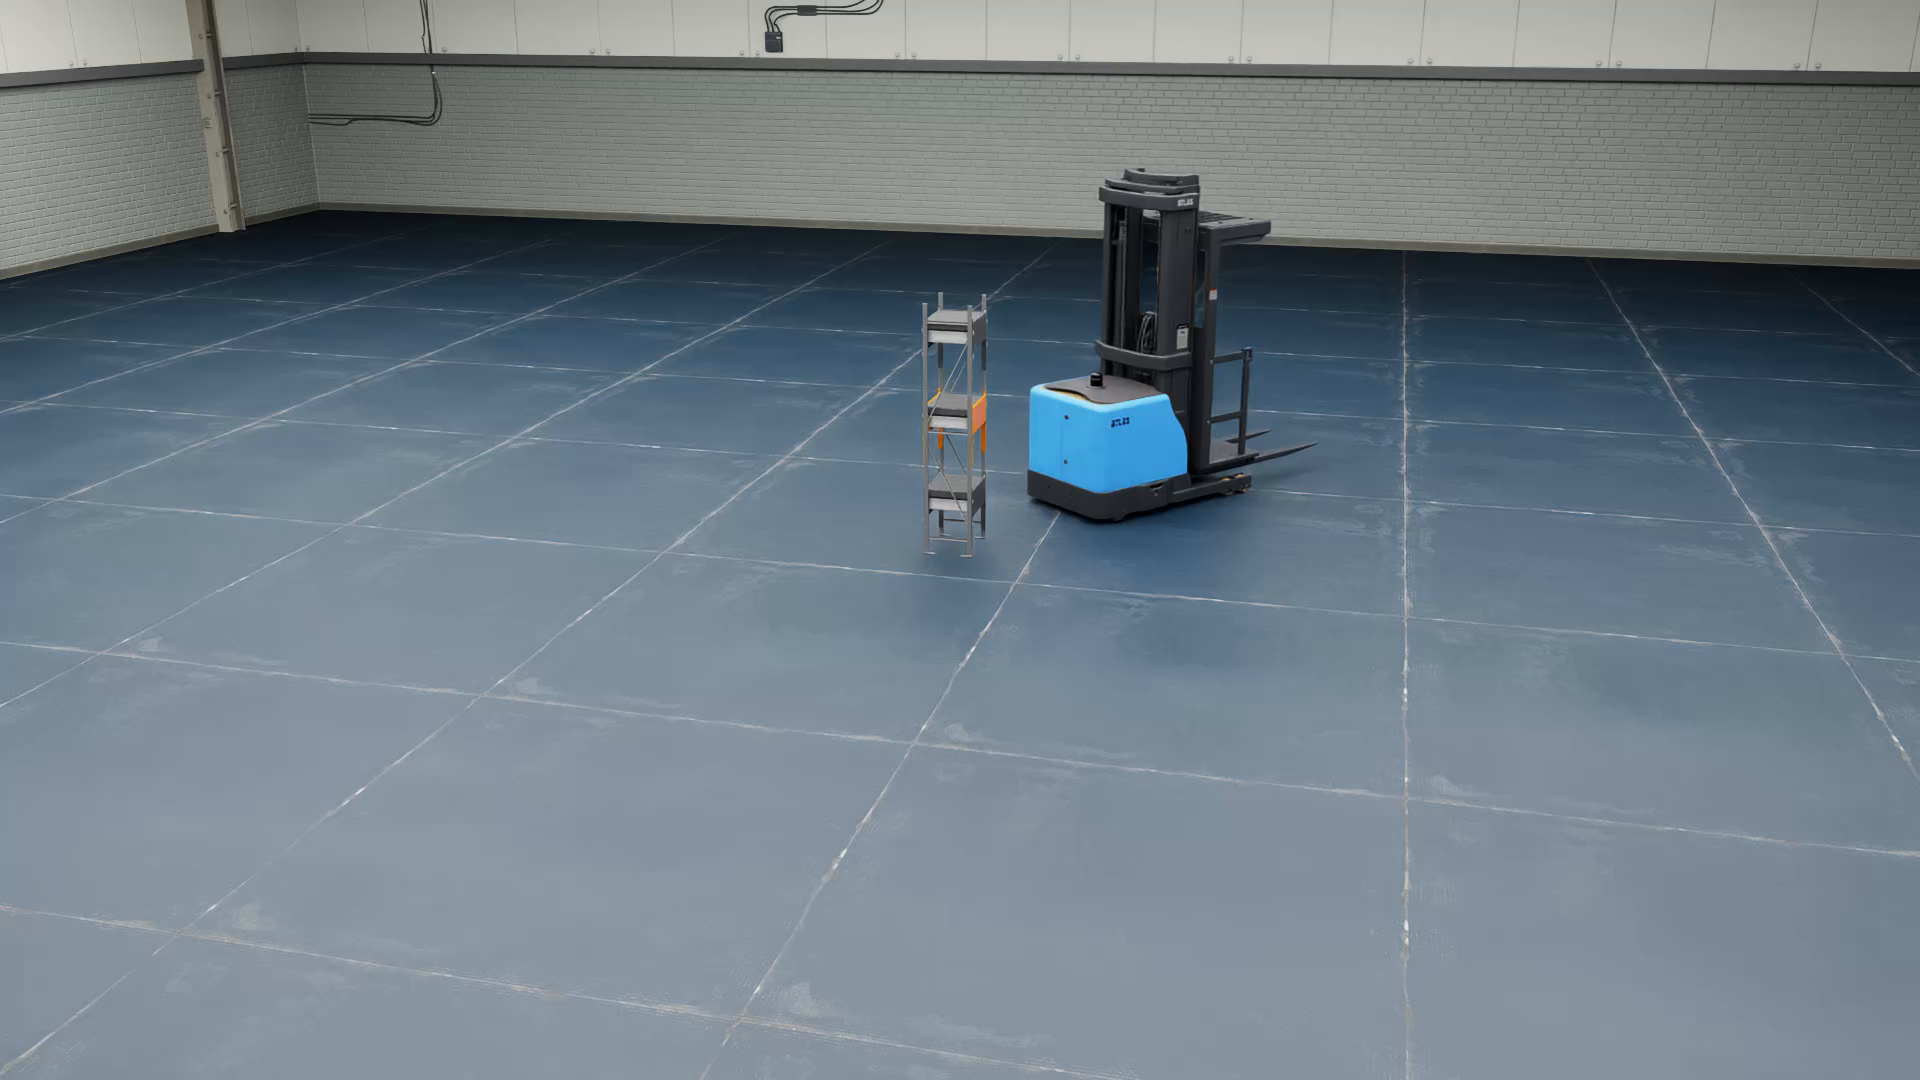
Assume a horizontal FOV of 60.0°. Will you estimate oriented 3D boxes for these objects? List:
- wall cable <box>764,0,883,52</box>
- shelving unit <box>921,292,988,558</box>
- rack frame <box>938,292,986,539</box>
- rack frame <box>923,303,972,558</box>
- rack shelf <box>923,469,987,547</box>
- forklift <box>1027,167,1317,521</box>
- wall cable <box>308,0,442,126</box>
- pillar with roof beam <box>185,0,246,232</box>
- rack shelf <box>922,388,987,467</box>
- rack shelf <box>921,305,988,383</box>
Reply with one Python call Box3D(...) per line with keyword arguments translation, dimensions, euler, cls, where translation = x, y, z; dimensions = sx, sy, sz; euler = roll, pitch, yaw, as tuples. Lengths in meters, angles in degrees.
Box3D(translation=(-2.452, -11.740, 29.374), dimensions=(2.305, 6.003, 0.169), euler=(5, 19, 13), cls="wall cable")
Box3D(translation=(-0.040, -0.942, 13.696), dimensions=(0.431, 2.100, 0.503), euler=(5, 19, 13), cls="shelving unit")
Box3D(translation=(0.019, -1.018, 13.920), dimensions=(0.400, 2.100, 0.015), euler=(5, 19, 13), cls="rack frame")
Box3D(translation=(-0.100, -0.865, 13.472), dimensions=(0.400, 2.100, 0.015), euler=(5, 19, 13), cls="rack frame")
Box3D(translation=(-0.040, -0.266, 13.927), dimensions=(0.431, 0.518, 0.480), euler=(5, 19, 13), cls="rack shelf")
Box3D(translation=(2.094, -1.915, 15.259), dimensions=(3.031, 2.935, 1.130), euler=(-14, 23, -35), cls="forklift")
Box3D(translation=(-11.654, -9.416, 32.636), dimensions=(3.097, 2.526, 0.112), euler=(5, 19, 13), cls="wall cable")
Box3D(translation=(-9.481, -9.726, 28.741), dimensions=(9.100, 9.000, 0.400), euler=(5, 19, 13), cls="pillar with roof beam")
Box3D(translation=(-0.040, -0.929, 13.701), dimensions=(0.431, 0.518, 0.480), euler=(5, 19, 13), cls="rack shelf")
Box3D(translation=(-0.040, -1.591, 13.474), dimensions=(0.431, 0.518, 0.480), euler=(5, 19, 13), cls="rack shelf")
